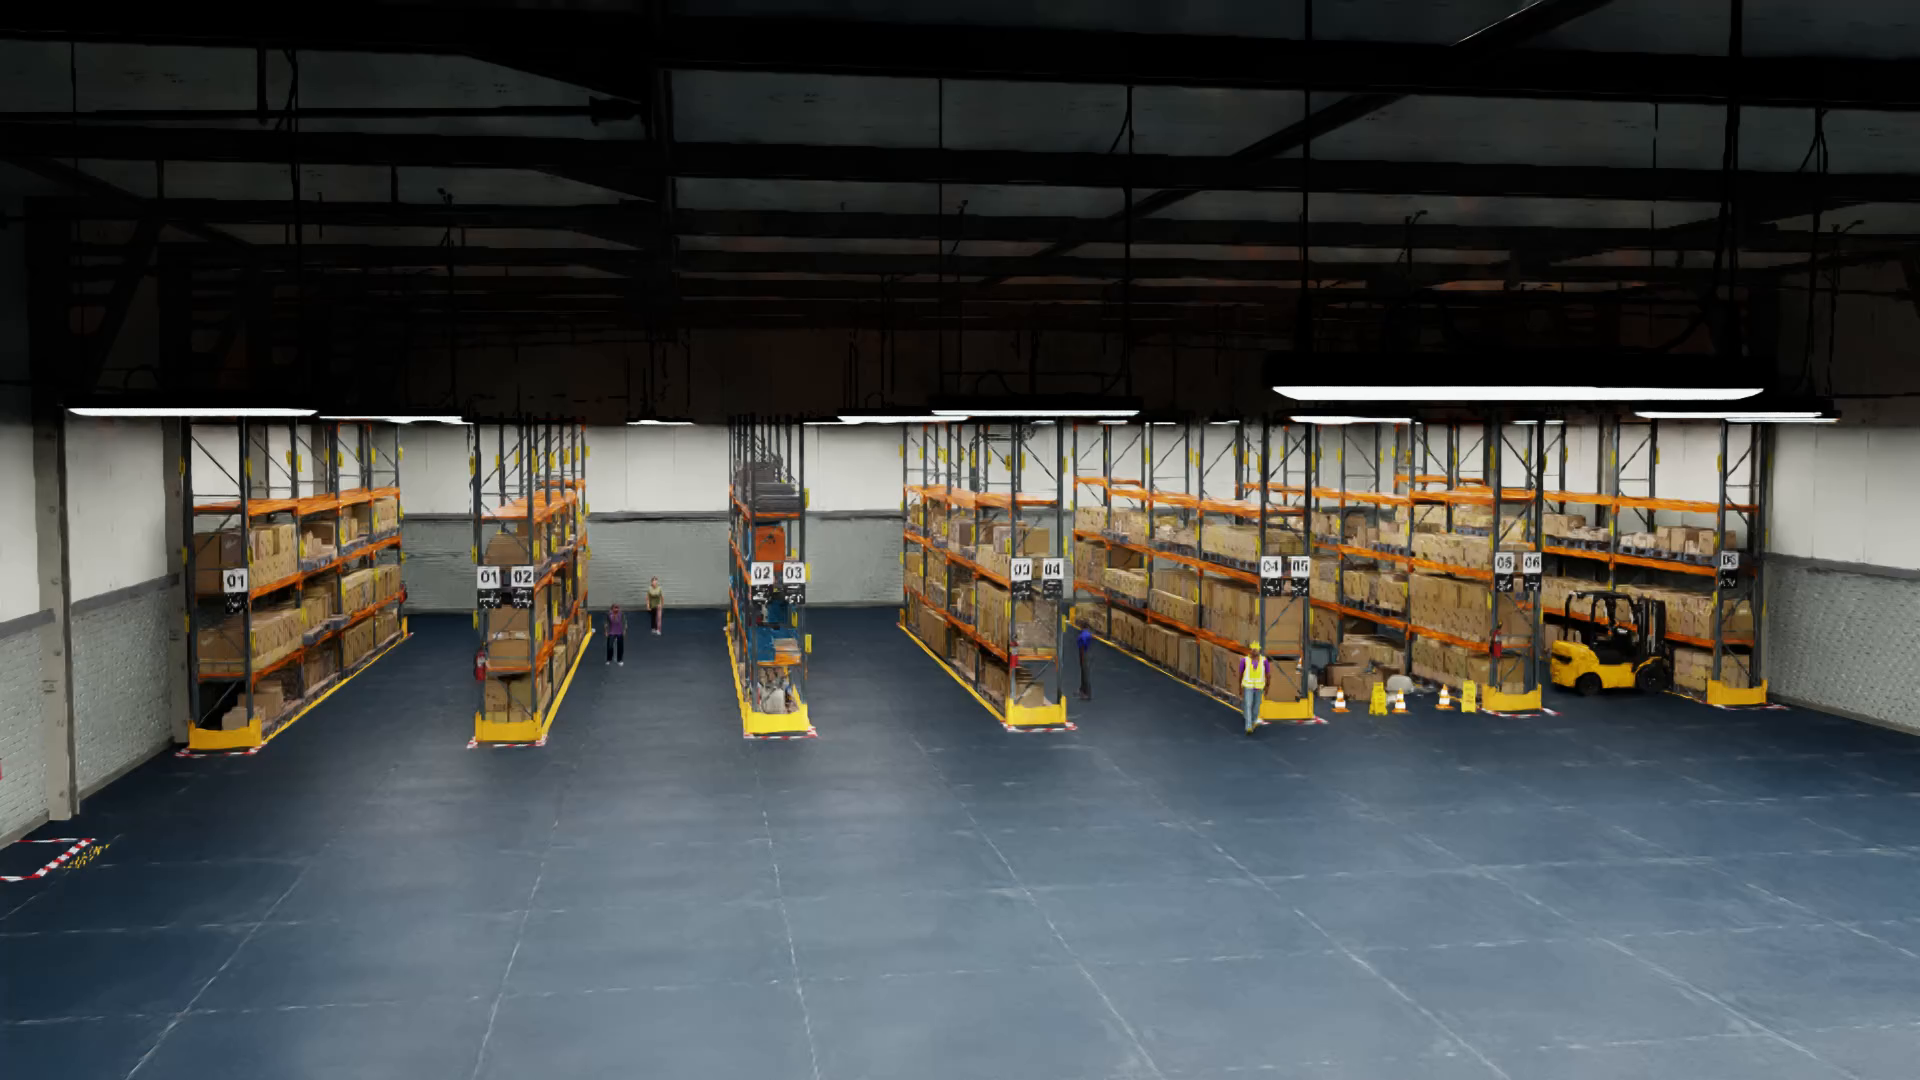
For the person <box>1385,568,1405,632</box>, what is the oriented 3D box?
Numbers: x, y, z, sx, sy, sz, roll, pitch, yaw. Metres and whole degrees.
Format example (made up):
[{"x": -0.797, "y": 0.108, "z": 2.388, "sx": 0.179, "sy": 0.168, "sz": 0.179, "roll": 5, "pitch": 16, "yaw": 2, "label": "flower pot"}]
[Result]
[{"x": 12.210, "y": 1.675, "z": 46.479, "sx": 0.563, "sy": 1.752, "sz": 0.634, "roll": 1, "pitch": 4, "yaw": 9, "label": "person"}]

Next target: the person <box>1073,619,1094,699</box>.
[{"x": 2.590, "y": 2.495, "z": 35.149, "sx": 0.436, "sy": 1.662, "sz": 0.498, "roll": 2, "pitch": 4, "yaw": 22, "label": "person"}]

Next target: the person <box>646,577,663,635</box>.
[{"x": -8.414, "y": 1.800, "z": 45.815, "sx": 0.448, "sy": 1.586, "sz": 1.110, "roll": 0, "pitch": 4, "yaw": -7, "label": "person"}]

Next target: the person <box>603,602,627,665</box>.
[{"x": -8.277, "y": 2.245, "z": 39.937, "sx": 0.566, "sy": 1.541, "sz": 0.519, "roll": -1, "pitch": 4, "yaw": -12, "label": "person"}]

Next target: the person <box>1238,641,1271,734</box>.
[{"x": 5.521, "y": 2.742, "z": 31.151, "sx": 0.566, "sy": 1.708, "sz": 1.042, "roll": 0, "pitch": 4, "yaw": -1, "label": "person"}]
